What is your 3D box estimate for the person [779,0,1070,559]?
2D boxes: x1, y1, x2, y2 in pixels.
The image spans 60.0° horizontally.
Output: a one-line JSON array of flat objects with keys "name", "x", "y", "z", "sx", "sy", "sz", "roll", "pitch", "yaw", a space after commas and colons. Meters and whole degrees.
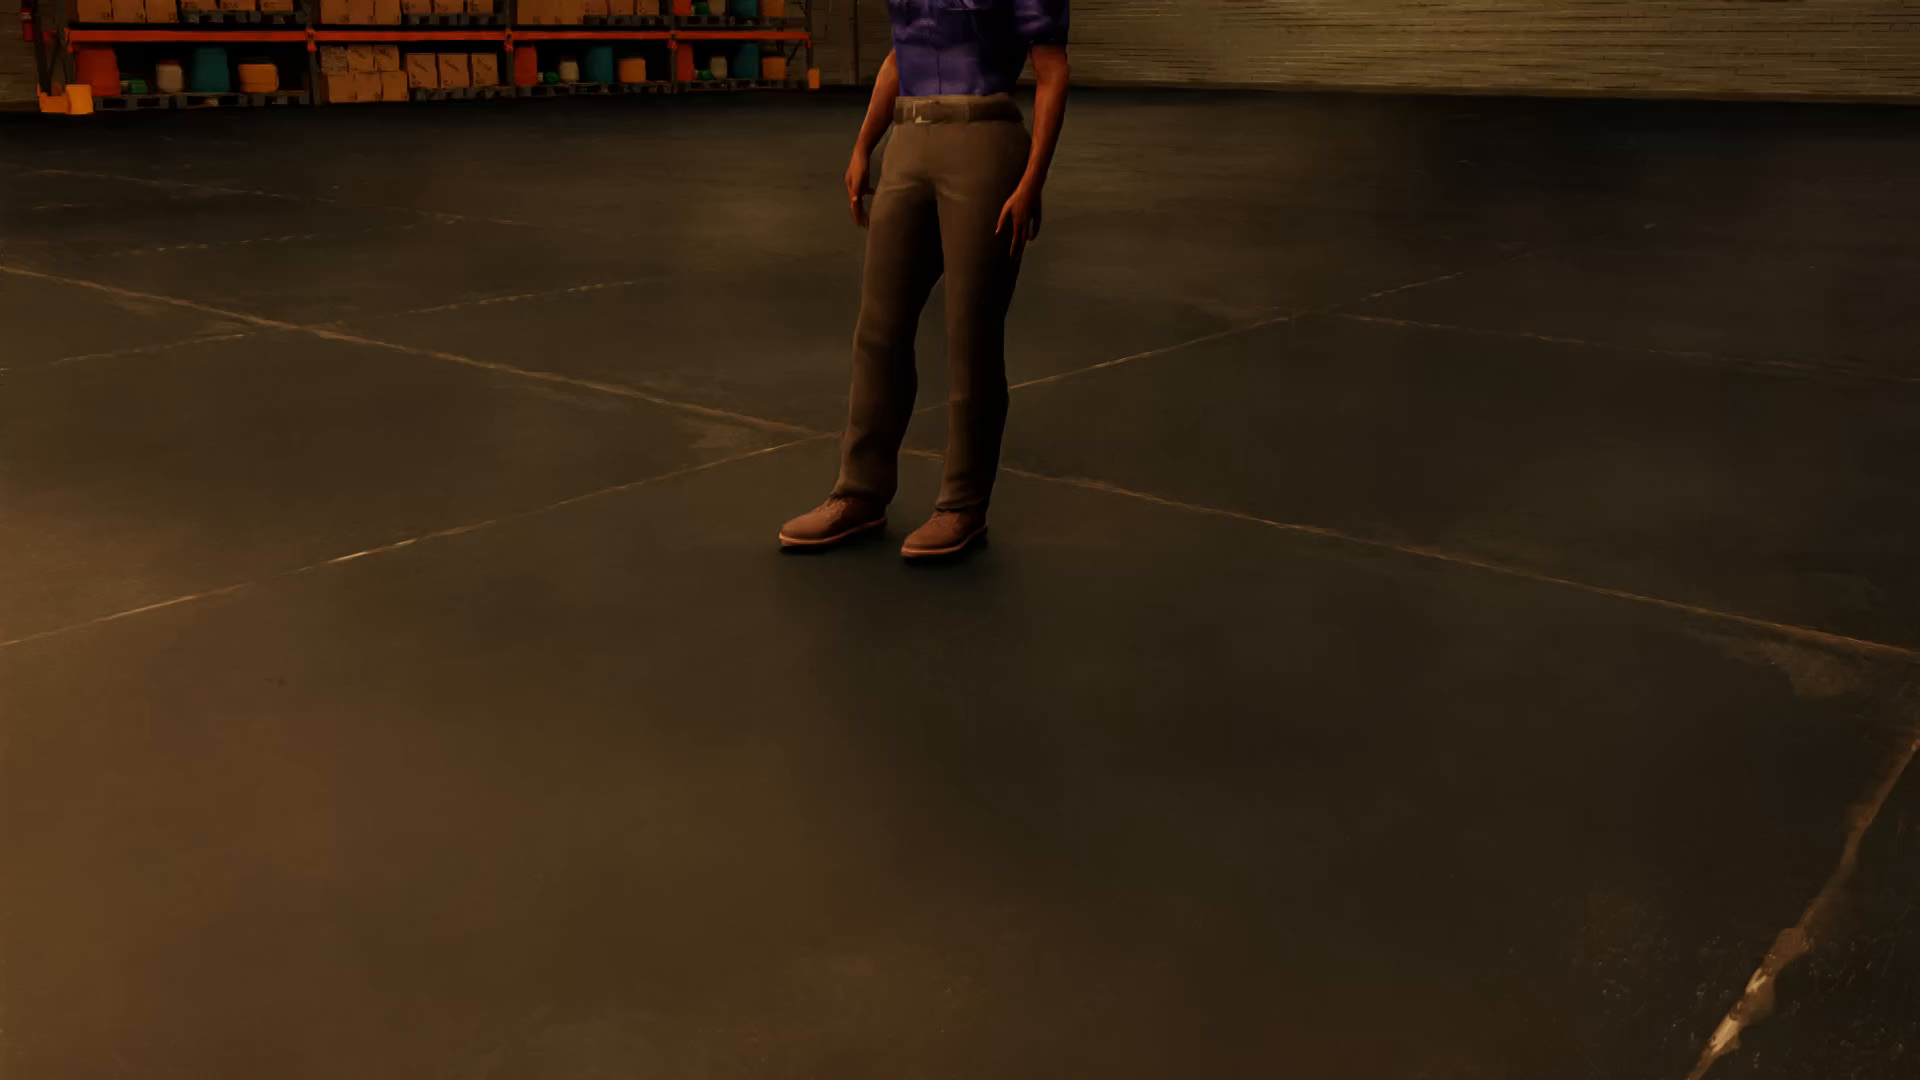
[{"name": "person", "x": -0.071, "y": -0.782, "z": 3.647, "sx": 0.570, "sy": 1.654, "sz": 0.503, "roll": 13, "pitch": 21, "yaw": 37}]
